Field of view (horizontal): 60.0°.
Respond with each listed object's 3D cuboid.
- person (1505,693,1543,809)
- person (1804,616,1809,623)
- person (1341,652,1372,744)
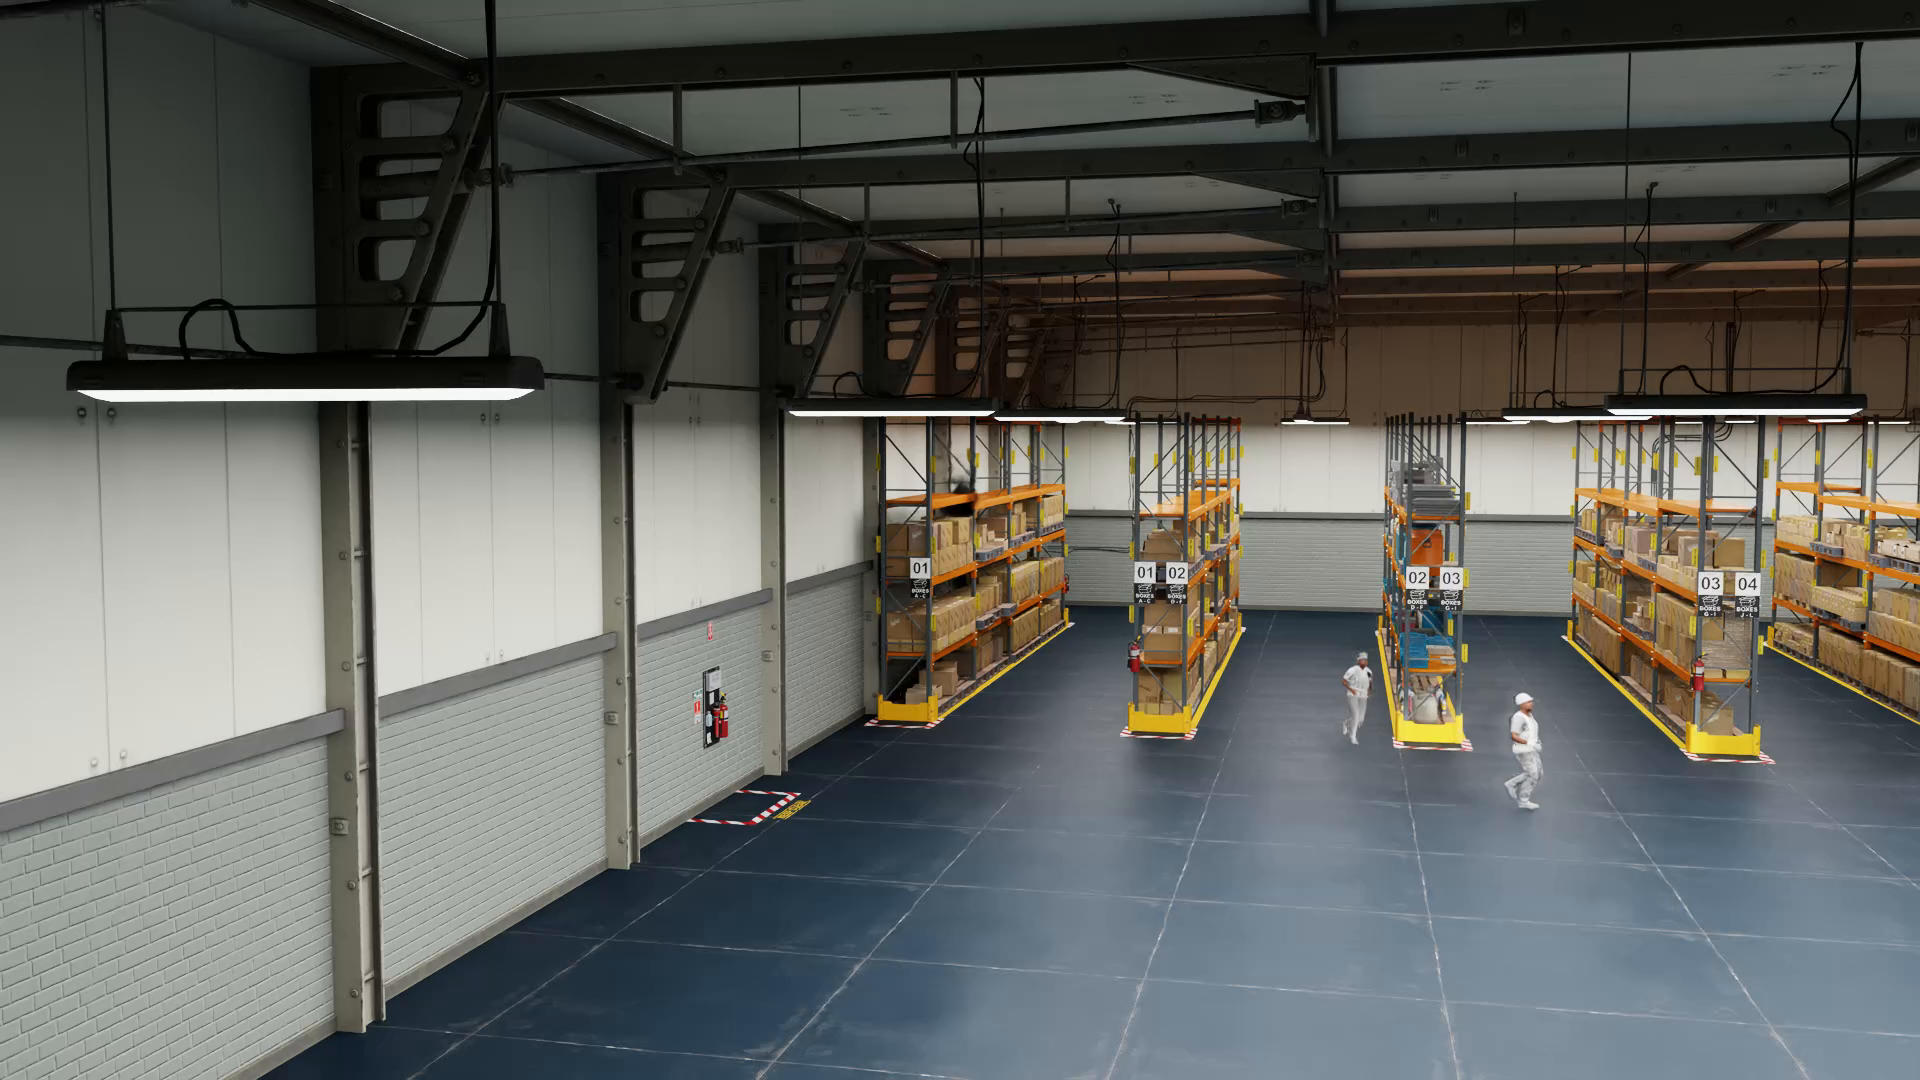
[{"bbox_3d":[8.480,3.164,24.977,0.620,1.733,0.668,3,5,33],"label":"person"},{"bbox_3d":[22.823,1.872,44.507,0.706,1.717,0.616,-2,5,-32],"label":"person"},{"bbox_3d":[7.250,2.863,30.385,0.611,1.654,0.624,-1,4,-14],"label":"person"}]
